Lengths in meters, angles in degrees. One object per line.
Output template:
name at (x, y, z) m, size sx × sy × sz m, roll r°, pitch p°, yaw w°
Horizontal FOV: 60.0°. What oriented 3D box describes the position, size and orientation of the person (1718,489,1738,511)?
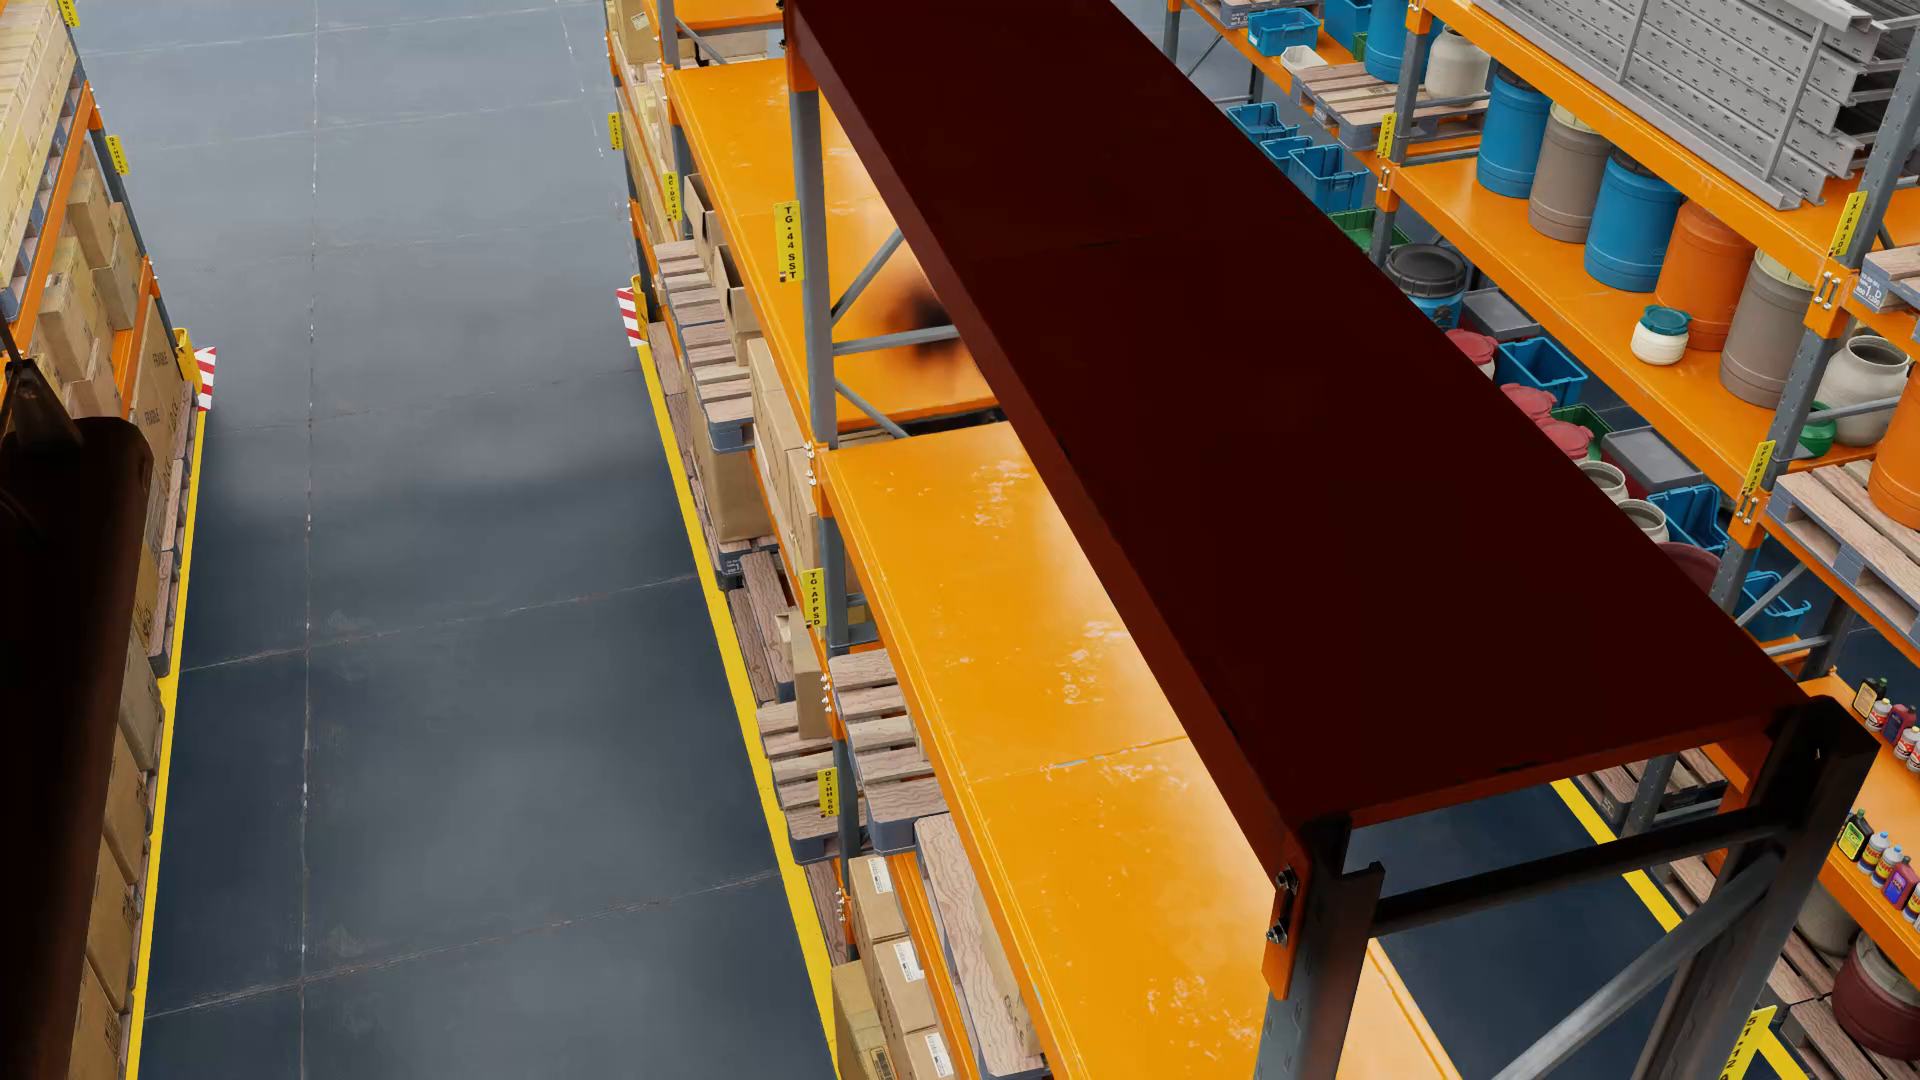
person at (5.882, -1.031, 12.727) m, size 0.664 × 1.833 × 0.783 m, roll -14°, pitch 40°, yaw -17°
